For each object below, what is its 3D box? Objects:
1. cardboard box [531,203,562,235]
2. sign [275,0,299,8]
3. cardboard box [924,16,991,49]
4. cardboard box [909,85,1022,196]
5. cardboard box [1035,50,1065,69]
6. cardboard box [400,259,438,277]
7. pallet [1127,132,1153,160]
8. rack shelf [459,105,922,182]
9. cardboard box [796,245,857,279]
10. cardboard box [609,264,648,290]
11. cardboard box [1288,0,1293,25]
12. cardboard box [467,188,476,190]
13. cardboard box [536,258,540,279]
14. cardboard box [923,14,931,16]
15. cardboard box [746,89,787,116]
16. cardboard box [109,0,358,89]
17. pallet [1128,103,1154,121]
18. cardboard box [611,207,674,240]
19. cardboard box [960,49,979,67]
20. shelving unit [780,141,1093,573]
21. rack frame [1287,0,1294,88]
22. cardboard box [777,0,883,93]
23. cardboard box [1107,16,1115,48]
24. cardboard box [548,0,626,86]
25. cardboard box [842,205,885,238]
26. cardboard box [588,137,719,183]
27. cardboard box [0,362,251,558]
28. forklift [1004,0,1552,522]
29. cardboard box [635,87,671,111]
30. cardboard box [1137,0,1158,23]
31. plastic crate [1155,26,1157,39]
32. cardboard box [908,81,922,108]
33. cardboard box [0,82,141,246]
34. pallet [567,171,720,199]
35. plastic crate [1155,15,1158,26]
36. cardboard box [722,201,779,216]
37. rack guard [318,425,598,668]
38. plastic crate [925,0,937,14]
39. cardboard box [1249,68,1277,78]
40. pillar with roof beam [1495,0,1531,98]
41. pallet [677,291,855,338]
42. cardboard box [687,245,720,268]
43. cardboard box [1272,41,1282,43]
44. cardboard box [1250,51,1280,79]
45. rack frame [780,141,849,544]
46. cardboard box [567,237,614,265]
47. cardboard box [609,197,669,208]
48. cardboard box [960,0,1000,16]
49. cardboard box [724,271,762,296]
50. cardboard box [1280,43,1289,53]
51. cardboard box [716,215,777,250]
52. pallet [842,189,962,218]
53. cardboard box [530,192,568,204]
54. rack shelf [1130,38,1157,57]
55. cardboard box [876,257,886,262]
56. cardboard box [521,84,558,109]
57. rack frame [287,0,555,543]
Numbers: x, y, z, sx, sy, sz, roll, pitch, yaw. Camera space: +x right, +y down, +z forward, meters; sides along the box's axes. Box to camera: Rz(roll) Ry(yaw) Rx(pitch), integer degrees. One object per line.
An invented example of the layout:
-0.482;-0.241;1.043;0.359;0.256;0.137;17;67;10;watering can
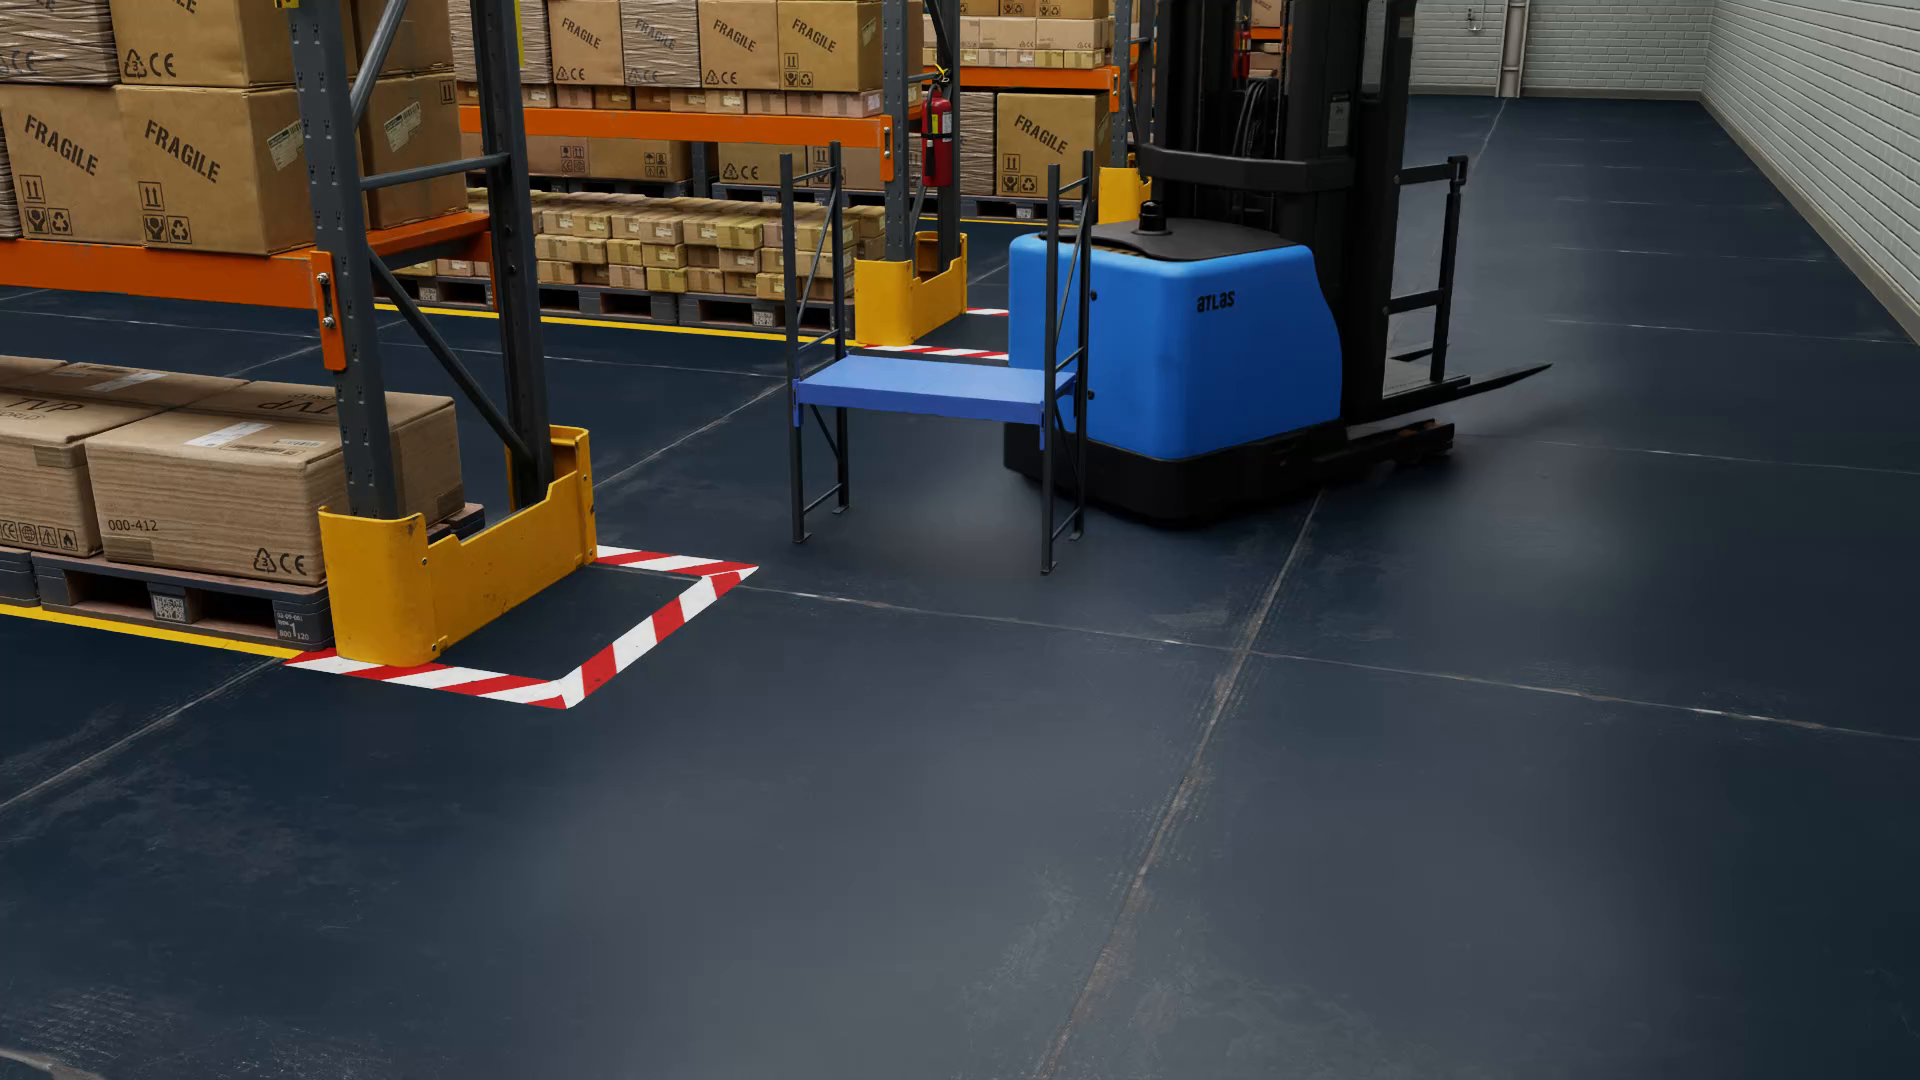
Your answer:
-2.777;-2.078;10.770;0.250;0.149;0.380;7;20;19;cardboard box
-1.940;-1.690;4.749;0.005;0.325;0.100;7;20;18;sign
-0.001;-4.429;14.502;0.500;0.250;0.500;6;20;16;cardboard box
0.013;-3.617;14.987;0.875;0.875;0.875;7;20;18;cardboard box
0.813;-4.125;14.234;0.250;0.149;0.380;7;20;19;cardboard box
-3.508;-1.865;11.062;0.250;0.149;0.380;7;20;20;cardboard box
2.363;-4.604;19.465;1.213;0.211;1.003;7;20;18;pallet
-2.109;-2.625;10.643;4.000;0.370;1.077;7;20;18;rack shelf
-0.812;-1.710;10.165;0.250;0.149;0.380;6;20;17;cardboard box
-2.033;-1.711;10.620;0.250;0.149;0.380;7;20;19;cardboard box
4.426;-7.537;23.489;0.500;0.500;0.500;7;20;19;cardboard box
-3.576;-2.356;11.568;0.250;0.149;0.380;7;20;20;cardboard box
-2.734;-1.824;10.945;0.250;0.149;0.380;6;20;16;cardboard box
-0.322;-4.650;15.134;0.500;0.250;0.500;6;20;17;cardboard box
-1.085;-2.638;9.970;0.250;0.149;0.380;6;20;18;cardboard box
-2.282;-1.696;5.214;0.500;0.500;0.500;7;20;20;cardboard box
2.784;-6.269;24.241;1.213;0.211;1.003;7;20;18;pallet
-2.016;-2.016;10.592;0.250;0.149;0.380;6;20;16;cardboard box
0.094;-4.207;14.471;0.250;0.149;0.380;6;20;17;cardboard box
-0.081;-0.717;6.356;1.048;1.500;0.538;7;20;18;shelving unit
4.758;-7.360;23.133;0.127;3.000;1.000;7;20;18;rack frame
-0.728;-2.905;9.749;0.500;0.500;0.500;7;20;19;cardboard box
1.139;-4.485;14.663;0.500;0.250;0.500;6;20;17;cardboard box
-2.163;-3.071;10.225;0.500;0.500;0.500;8;21;21;cardboard box
-0.603;-2.044;10.672;0.250;0.149;0.380;6;20;16;cardboard box
-2.886;-3.970;15.998;0.875;0.875;1.225;7;20;18;cardboard box
-3.272;-0.324;6.202;0.875;0.438;0.875;7;20;20;cardboard box
1.647;-1.838;7.395;3.031;2.935;1.130;-15;24;-37;forklift
-1.808;-2.744;10.273;0.250;0.149;0.380;6;20;16;cardboard box
2.809;-7.536;23.485;0.500;0.500;0.500;6;20;17;cardboard box
2.299;-5.756;18.840;0.243;0.136;0.396;7;20;18;plastic crate
-0.418;-2.767;10.339;0.250;0.149;0.380;6;20;18;cardboard box
-2.760;-1.275;5.524;0.500;0.500;0.500;6;20;17;cardboard box
-3.028;-3.455;16.168;1.213;0.211;1.003;7;20;18;pallet
2.382;-5.969;19.307;0.300;0.233;0.416;7;20;18;plastic crate
-1.360;-2.104;10.846;0.250;0.149;0.380;6;20;15;cardboard box
-1.726;-0.016;5.862;0.348;0.500;1.175;7;20;18;rack guard
-0.096;-6.328;20.107;0.575;0.384;0.392;7;20;18;plastic crate
4.164;-6.369;23.420;0.500;0.500;0.500;7;20;18;cardboard box
7.802;-10.372;22.660;0.400;9.000;9.100;7;20;18;pillar with roof beam
-1.047;-1.539;10.670;1.213;0.211;1.003;7;20;18;pallet
-1.523;-1.826;10.499;0.250;0.149;0.380;6;20;17;cardboard box
5.391;-8.372;28.211;0.250;0.149;0.380;7;20;18;cardboard box
5.214;-8.017;28.177;0.500;0.500;0.700;6;20;18;cardboard box
-0.561;-0.772;6.513;0.032;1.500;0.500;7;20;18;rack frame
-2.302;-1.872;10.630;0.250;0.149;0.380;7;20;19;cardboard box
-2.121;-2.177;11.055;0.250;0.149;0.380;7;20;18;cardboard box
0.175;-4.948;14.849;0.500;0.500;0.500;6;20;17;cardboard box
-1.283;-1.644;10.430;0.250;0.149;0.380;6;20;18;cardboard box
5.505;-8.226;27.793;0.250;0.149;0.380;6;20;17;cardboard box
-1.308;-1.894;10.241;0.250;0.149;0.380;6;20;17;cardboard box
-0.426;-3.158;15.314;1.213;0.211;1.003;7;20;18;pallet
-2.865;-2.264;11.304;0.250;0.149;0.380;7;20;20;cardboard box
1.240;-5.696;19.454;4.000;0.370;1.077;7;20;18;rack shelf
-0.609;-1.757;10.753;0.250;0.149;0.380;7;20;19;cardboard box
-2.578;-2.803;10.441;0.250;0.149;0.380;7;21;20;cardboard box
-1.748;-1.199;5.458;0.127;3.000;1.000;7;20;18;rack frame
